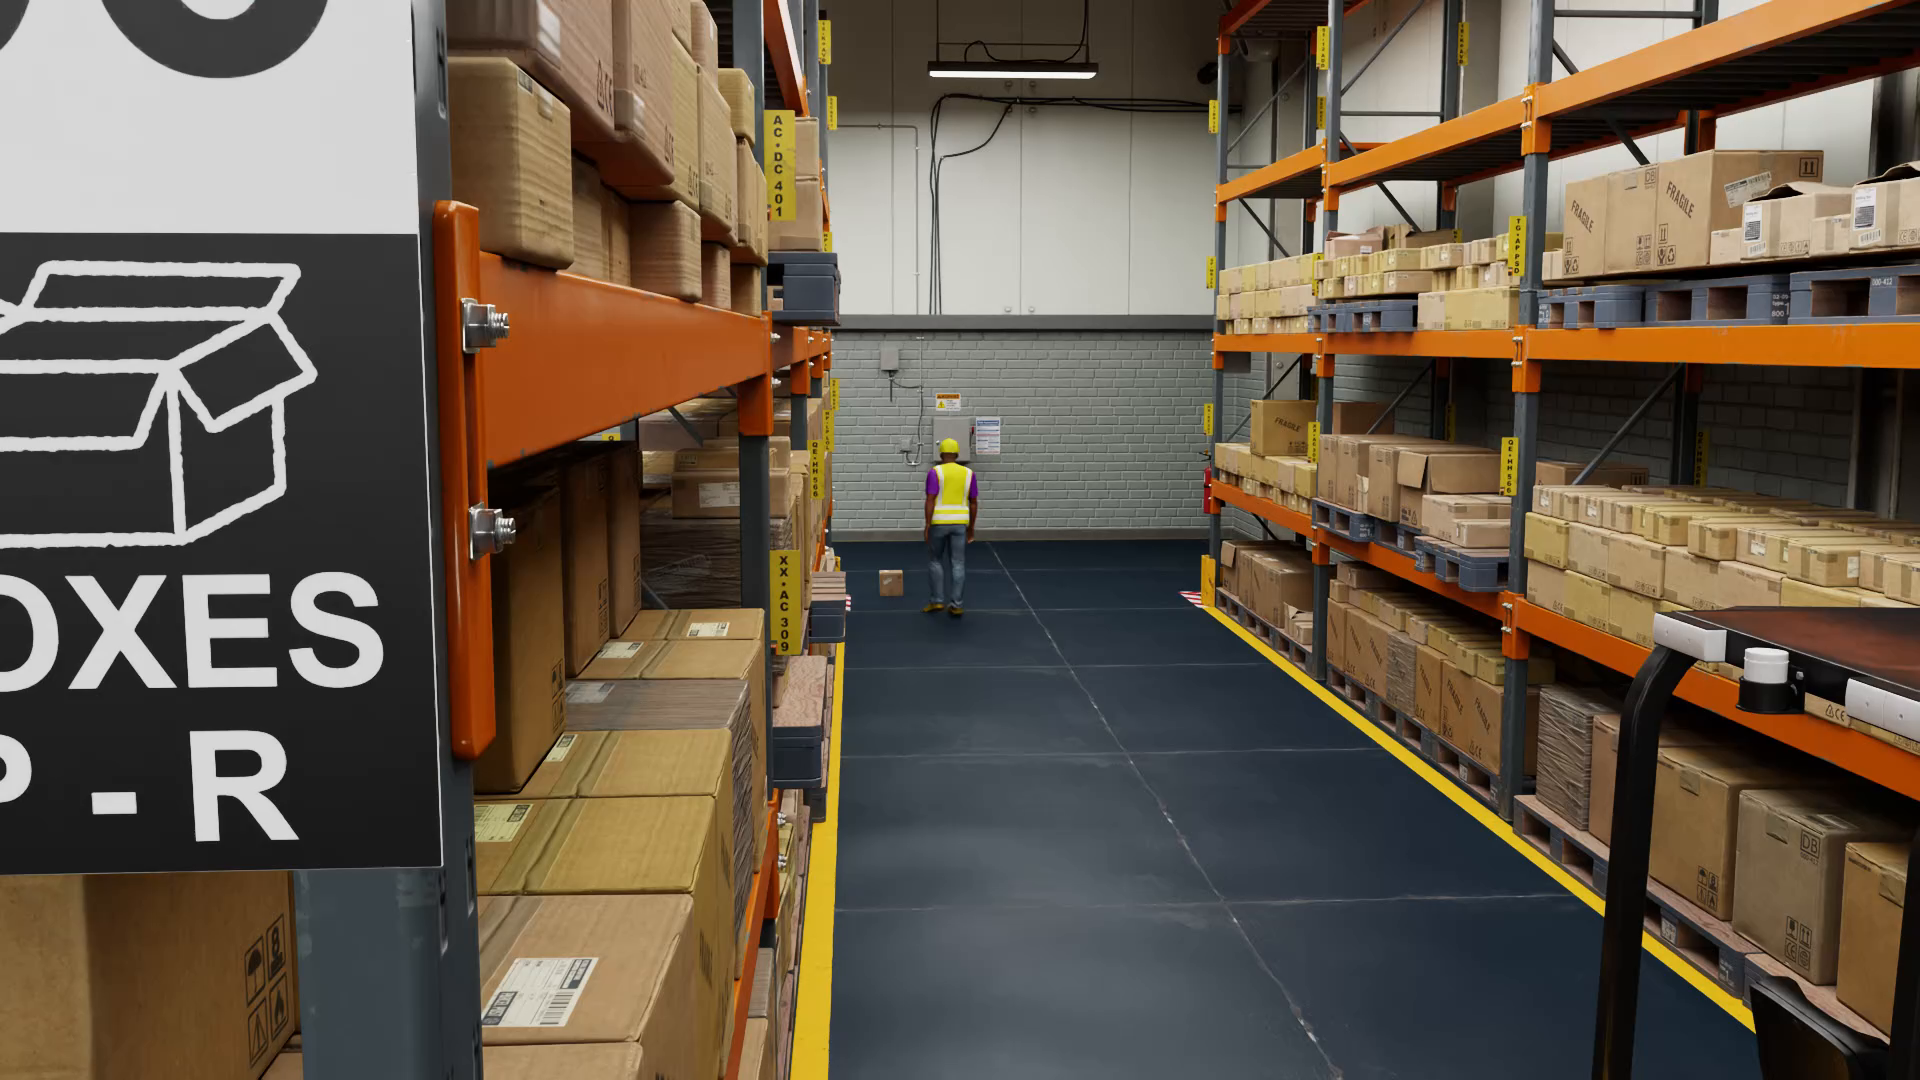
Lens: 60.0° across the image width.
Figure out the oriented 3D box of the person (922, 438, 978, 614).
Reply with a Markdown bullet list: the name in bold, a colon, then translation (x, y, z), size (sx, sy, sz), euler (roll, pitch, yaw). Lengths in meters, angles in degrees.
- **person**: translation (-0.095, -0.113, 16.720), size (0.607, 1.804, 0.590), euler (-2, 7, -16)
